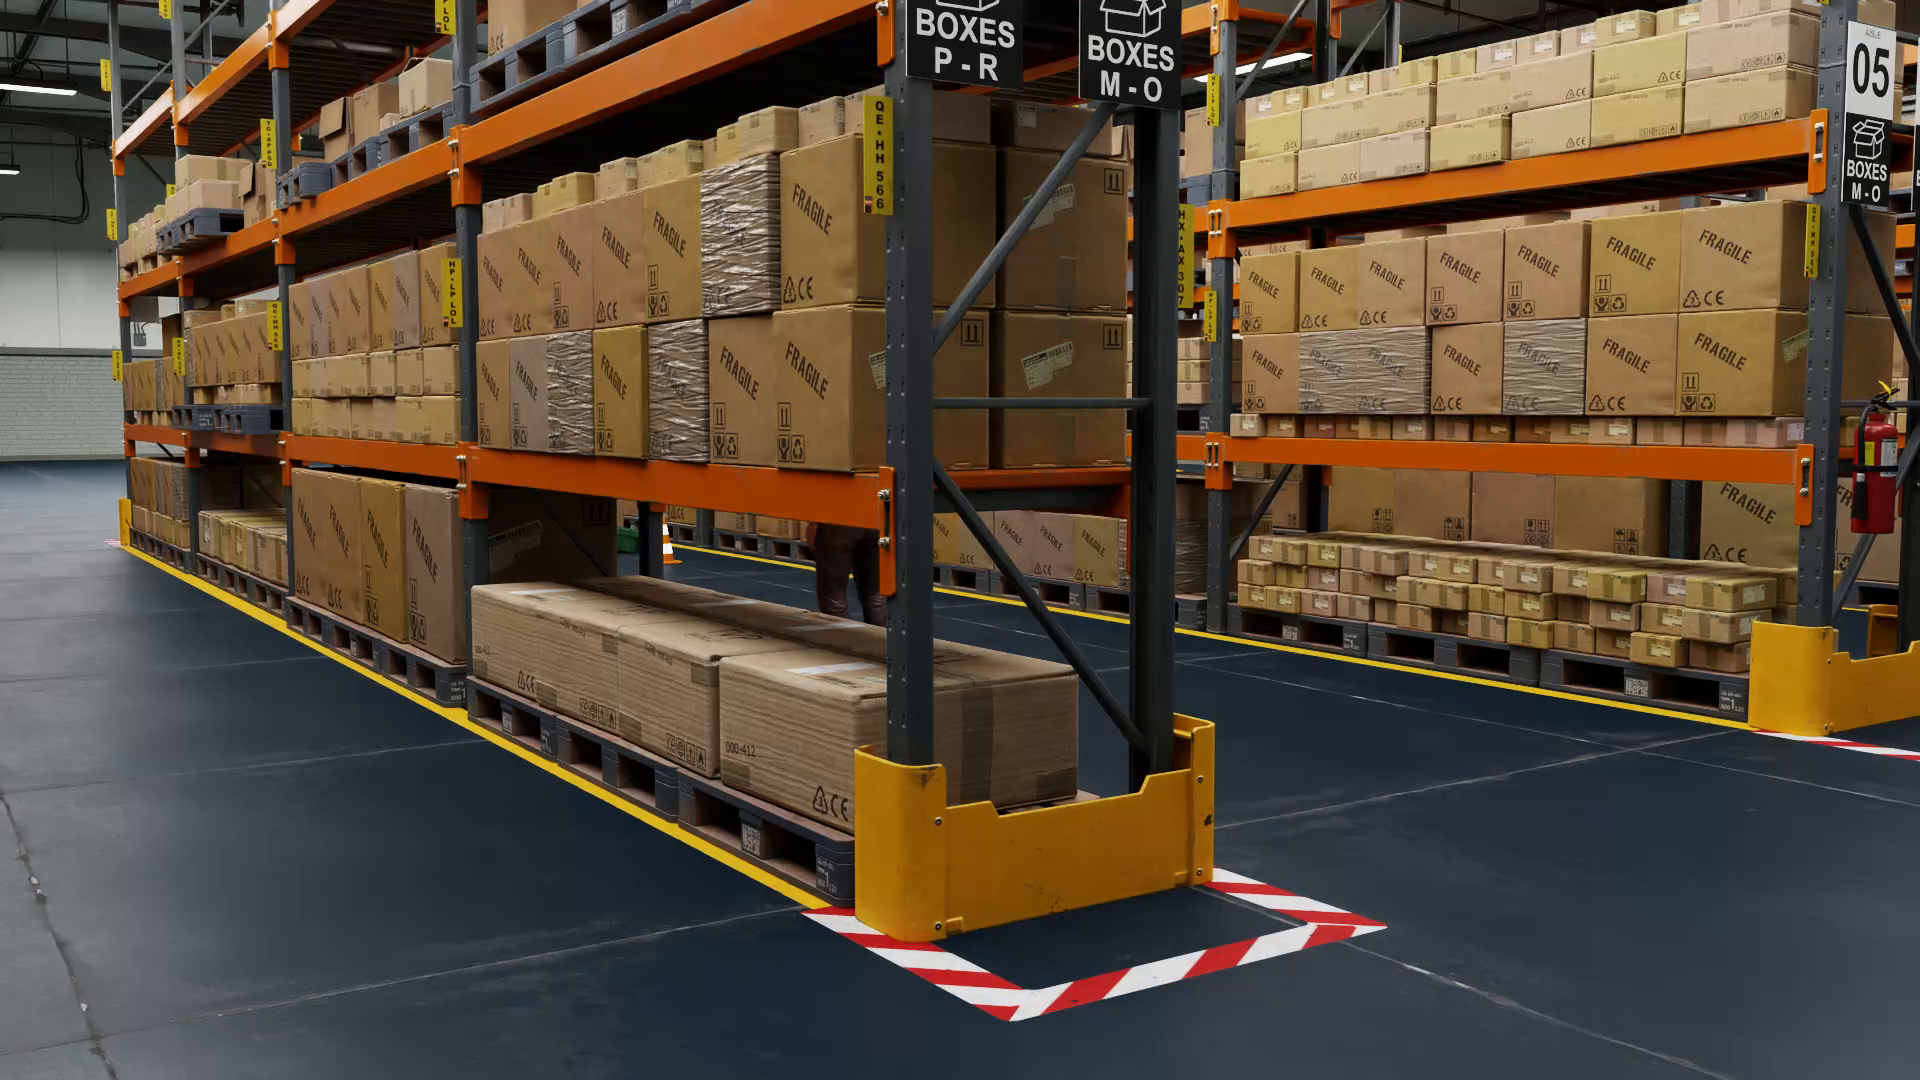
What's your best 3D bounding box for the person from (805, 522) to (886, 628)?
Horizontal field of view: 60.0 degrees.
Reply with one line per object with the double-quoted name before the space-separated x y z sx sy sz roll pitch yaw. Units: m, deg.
"person" -0.590 -0.072 8.932 0.534 1.714 0.355 -3 5 -33
